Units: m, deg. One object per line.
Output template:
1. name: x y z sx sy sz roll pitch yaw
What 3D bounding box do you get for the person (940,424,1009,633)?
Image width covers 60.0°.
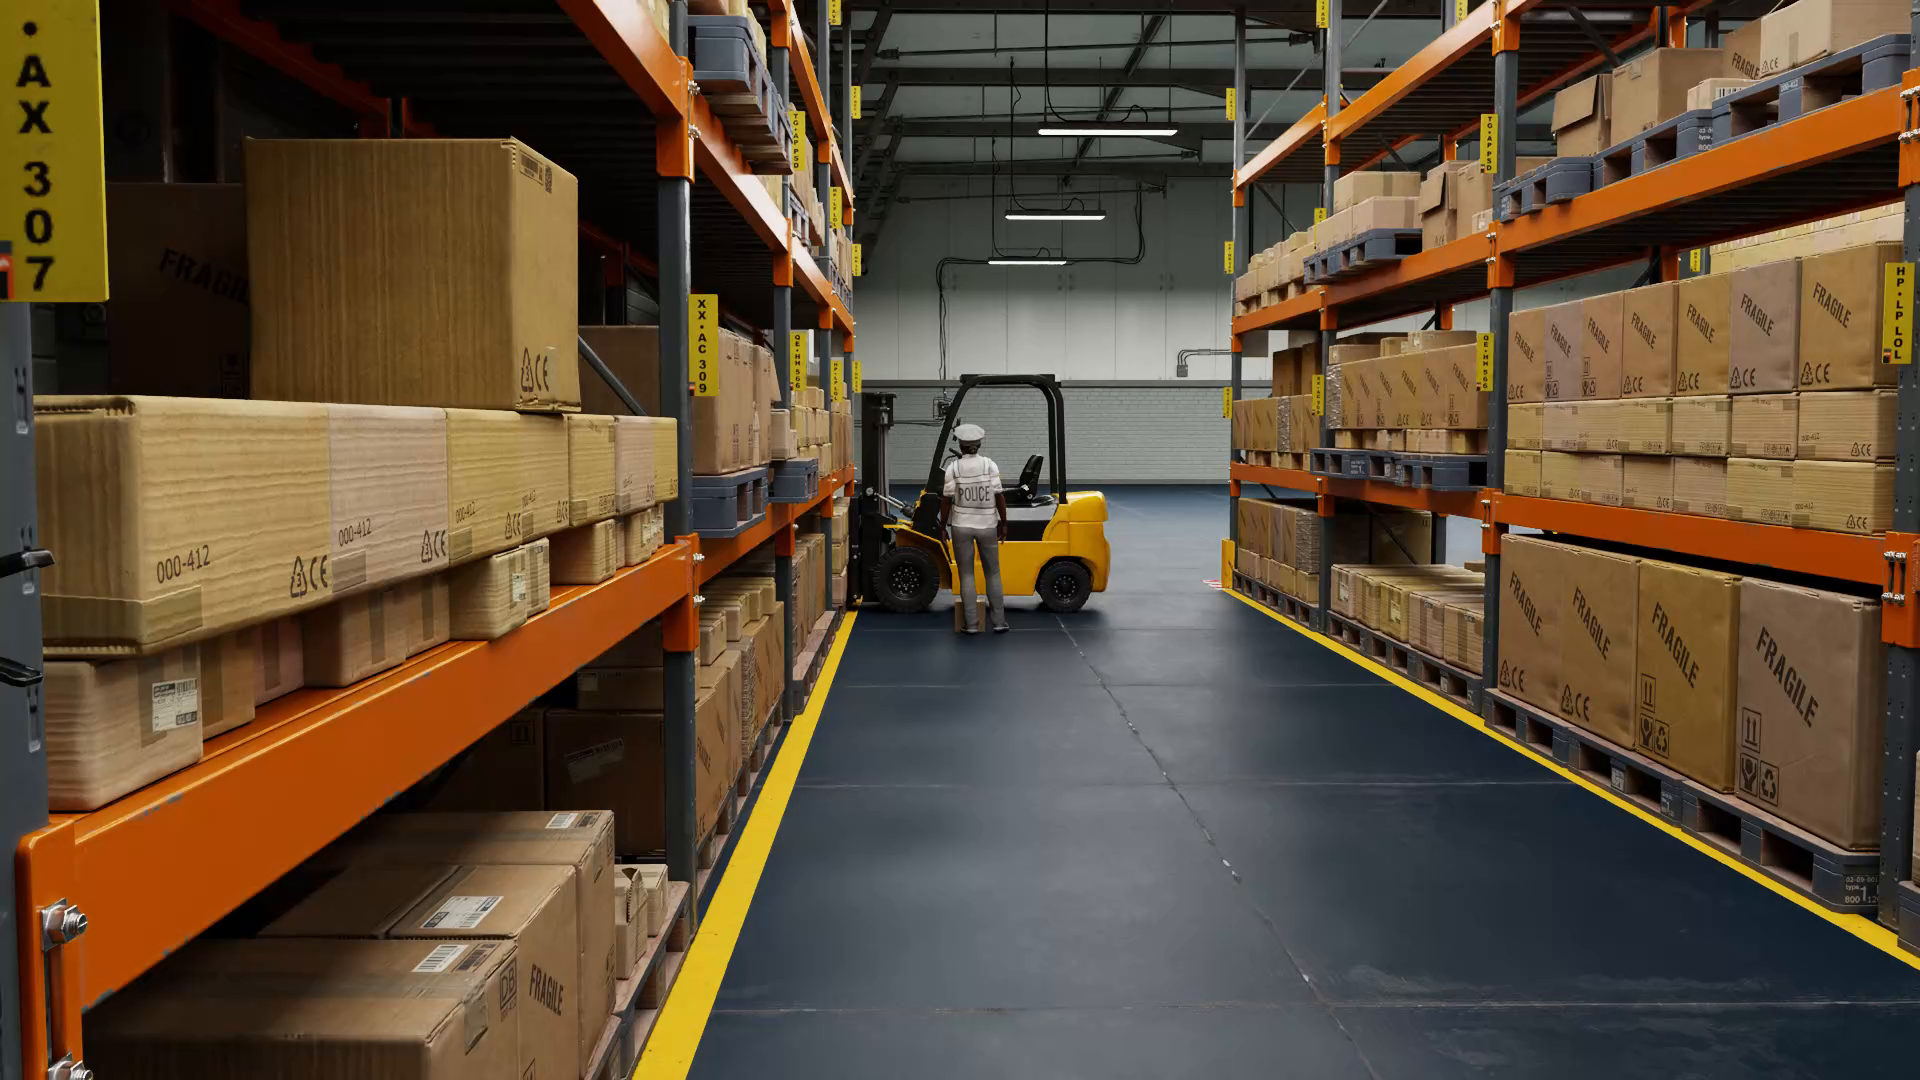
1. person: 0.125 -0.092 13.498 0.570 1.695 0.528 0 4 -1
